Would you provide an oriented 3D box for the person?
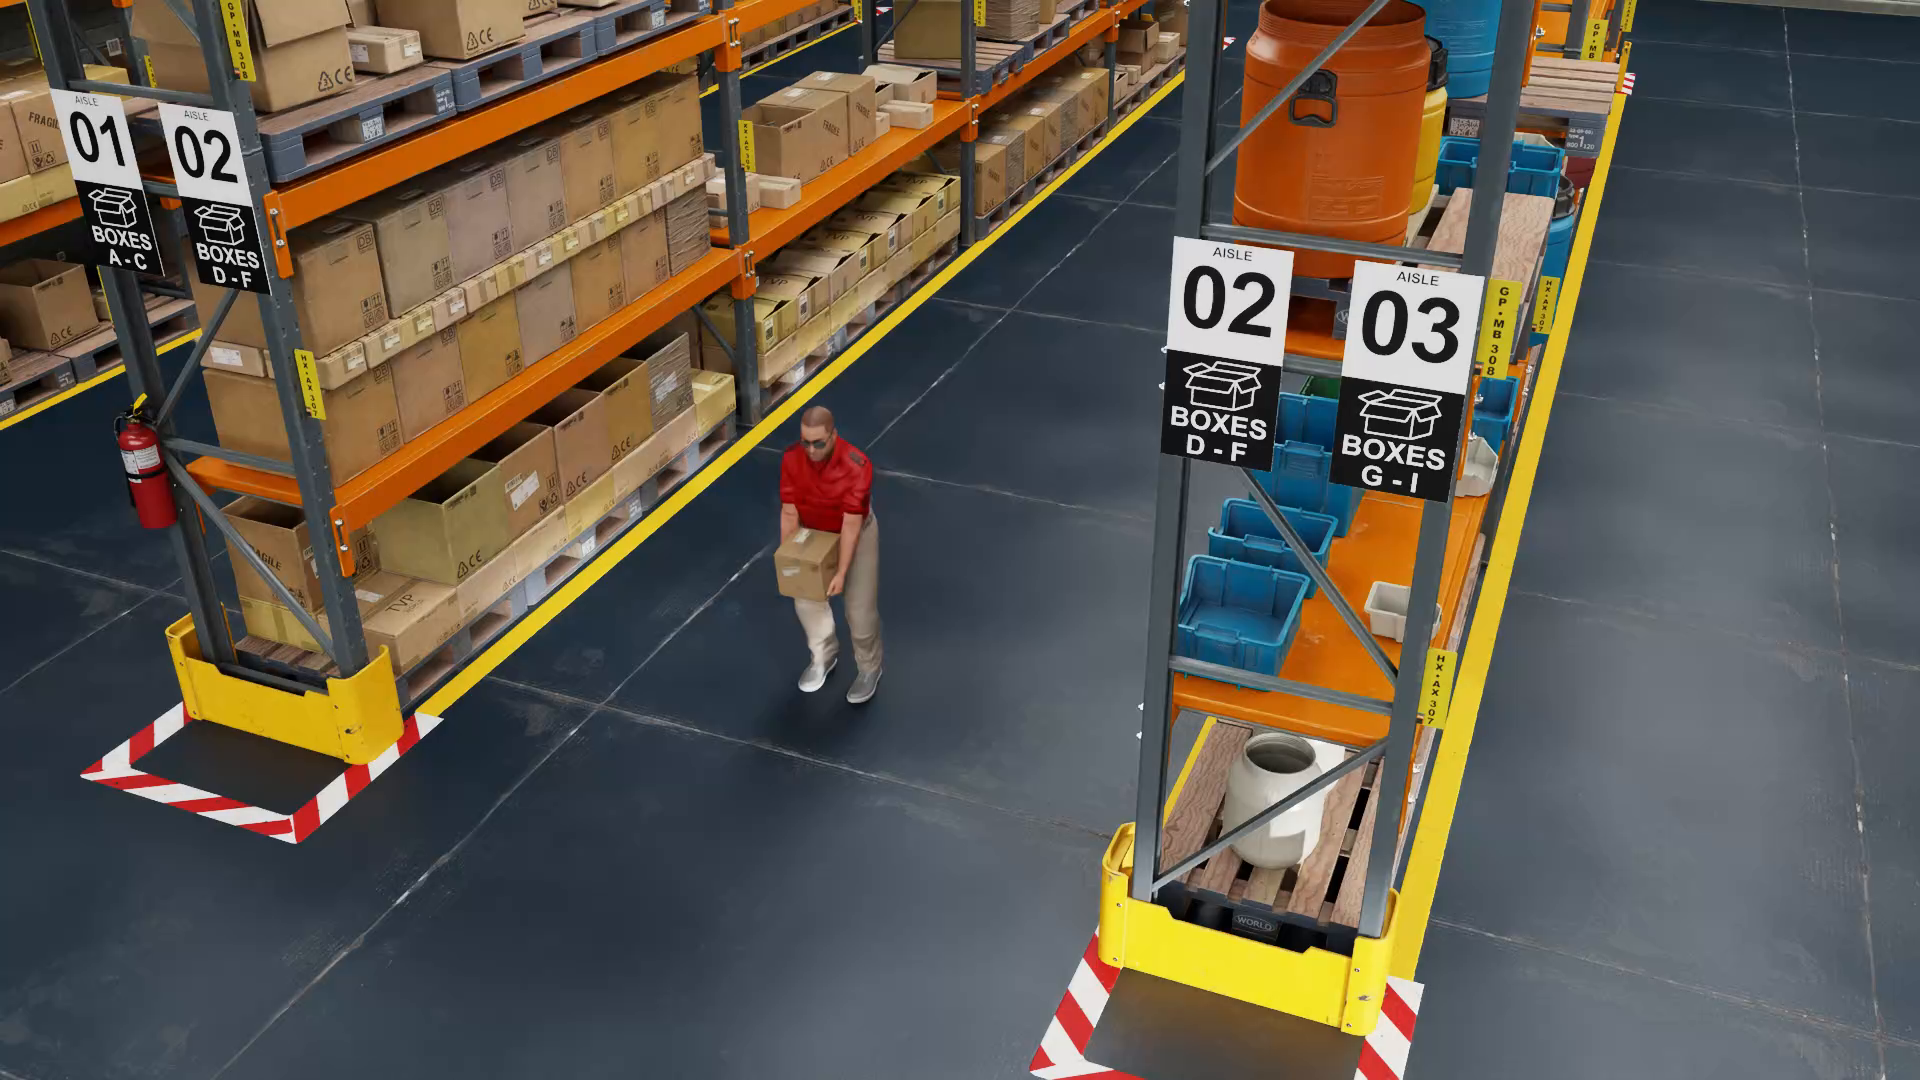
[{"bbox_3d":[-0.645,0.060,8.364,0.481,1.684,0.593,11,31,18],"label":"person"}]
